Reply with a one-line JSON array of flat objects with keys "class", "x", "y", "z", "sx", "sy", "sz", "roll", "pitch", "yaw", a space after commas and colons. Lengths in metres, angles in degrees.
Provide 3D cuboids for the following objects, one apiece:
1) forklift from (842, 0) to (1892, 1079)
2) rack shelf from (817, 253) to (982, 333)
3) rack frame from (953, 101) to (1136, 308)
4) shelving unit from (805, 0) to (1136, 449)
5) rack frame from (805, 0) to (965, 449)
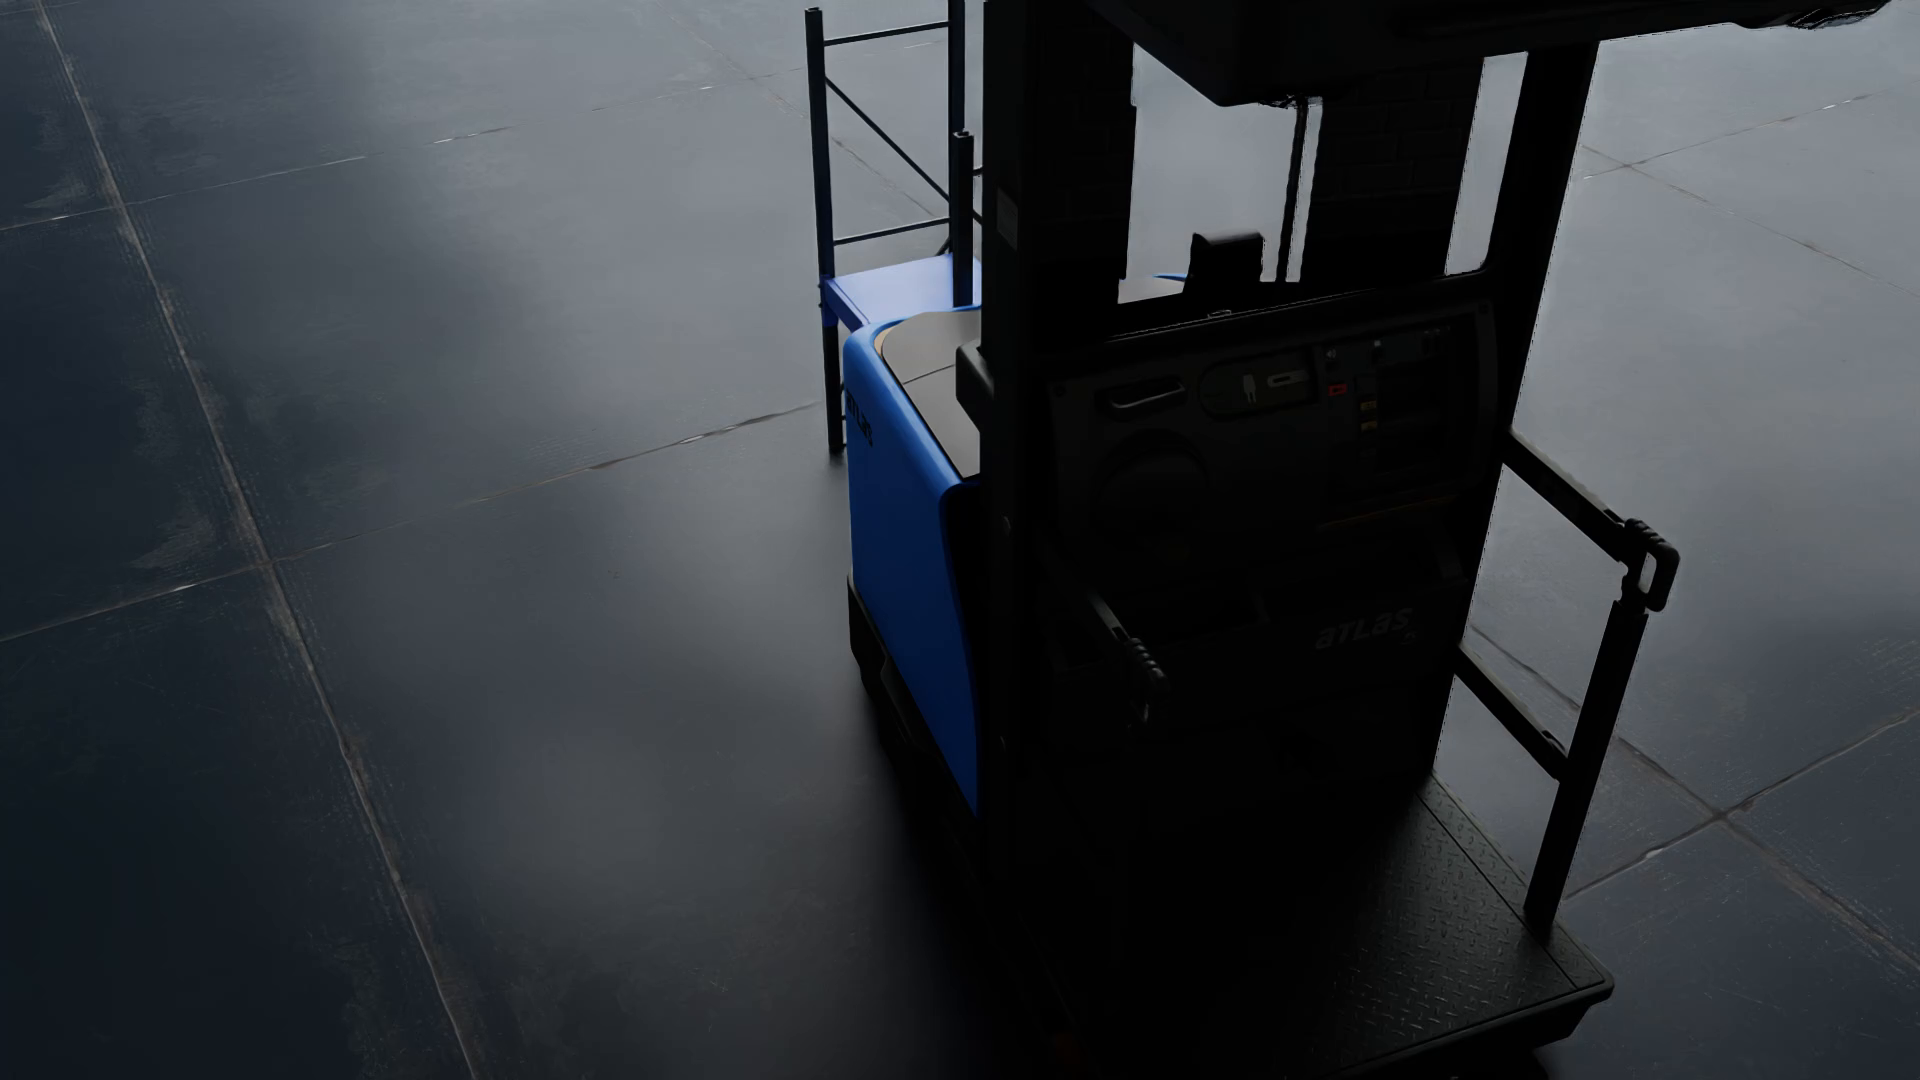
[{"class": "forklift", "x": 0.675, "y": -0.138, "z": 2.954, "sx": 1.130, "sy": 2.935, "sz": 3.031, "roll": -12, "pitch": 38, "yaw": -16}, {"class": "rack shelf", "x": -0.001, "y": -0.571, "z": 5.065, "sx": 0.538, "sy": 0.185, "sz": 1.000, "roll": -15, "pitch": 39, "yaw": -20}, {"class": "rack frame", "x": 0.214, "y": -0.444, "z": 4.587, "sx": 0.500, "sy": 1.500, "sz": 0.032, "roll": -15, "pitch": 39, "yaw": -20}, {"class": "shelving unit", "x": -0.001, "y": -0.716, "z": 4.959, "sx": 0.538, "sy": 1.500, "sz": 1.048, "roll": -15, "pitch": 39, "yaw": -20}, {"class": "rack frame", "x": -0.217, "y": -0.987, "z": 5.330, "sx": 0.500, "sy": 1.500, "sz": 0.032, "roll": -15, "pitch": 39, "yaw": -20}]
